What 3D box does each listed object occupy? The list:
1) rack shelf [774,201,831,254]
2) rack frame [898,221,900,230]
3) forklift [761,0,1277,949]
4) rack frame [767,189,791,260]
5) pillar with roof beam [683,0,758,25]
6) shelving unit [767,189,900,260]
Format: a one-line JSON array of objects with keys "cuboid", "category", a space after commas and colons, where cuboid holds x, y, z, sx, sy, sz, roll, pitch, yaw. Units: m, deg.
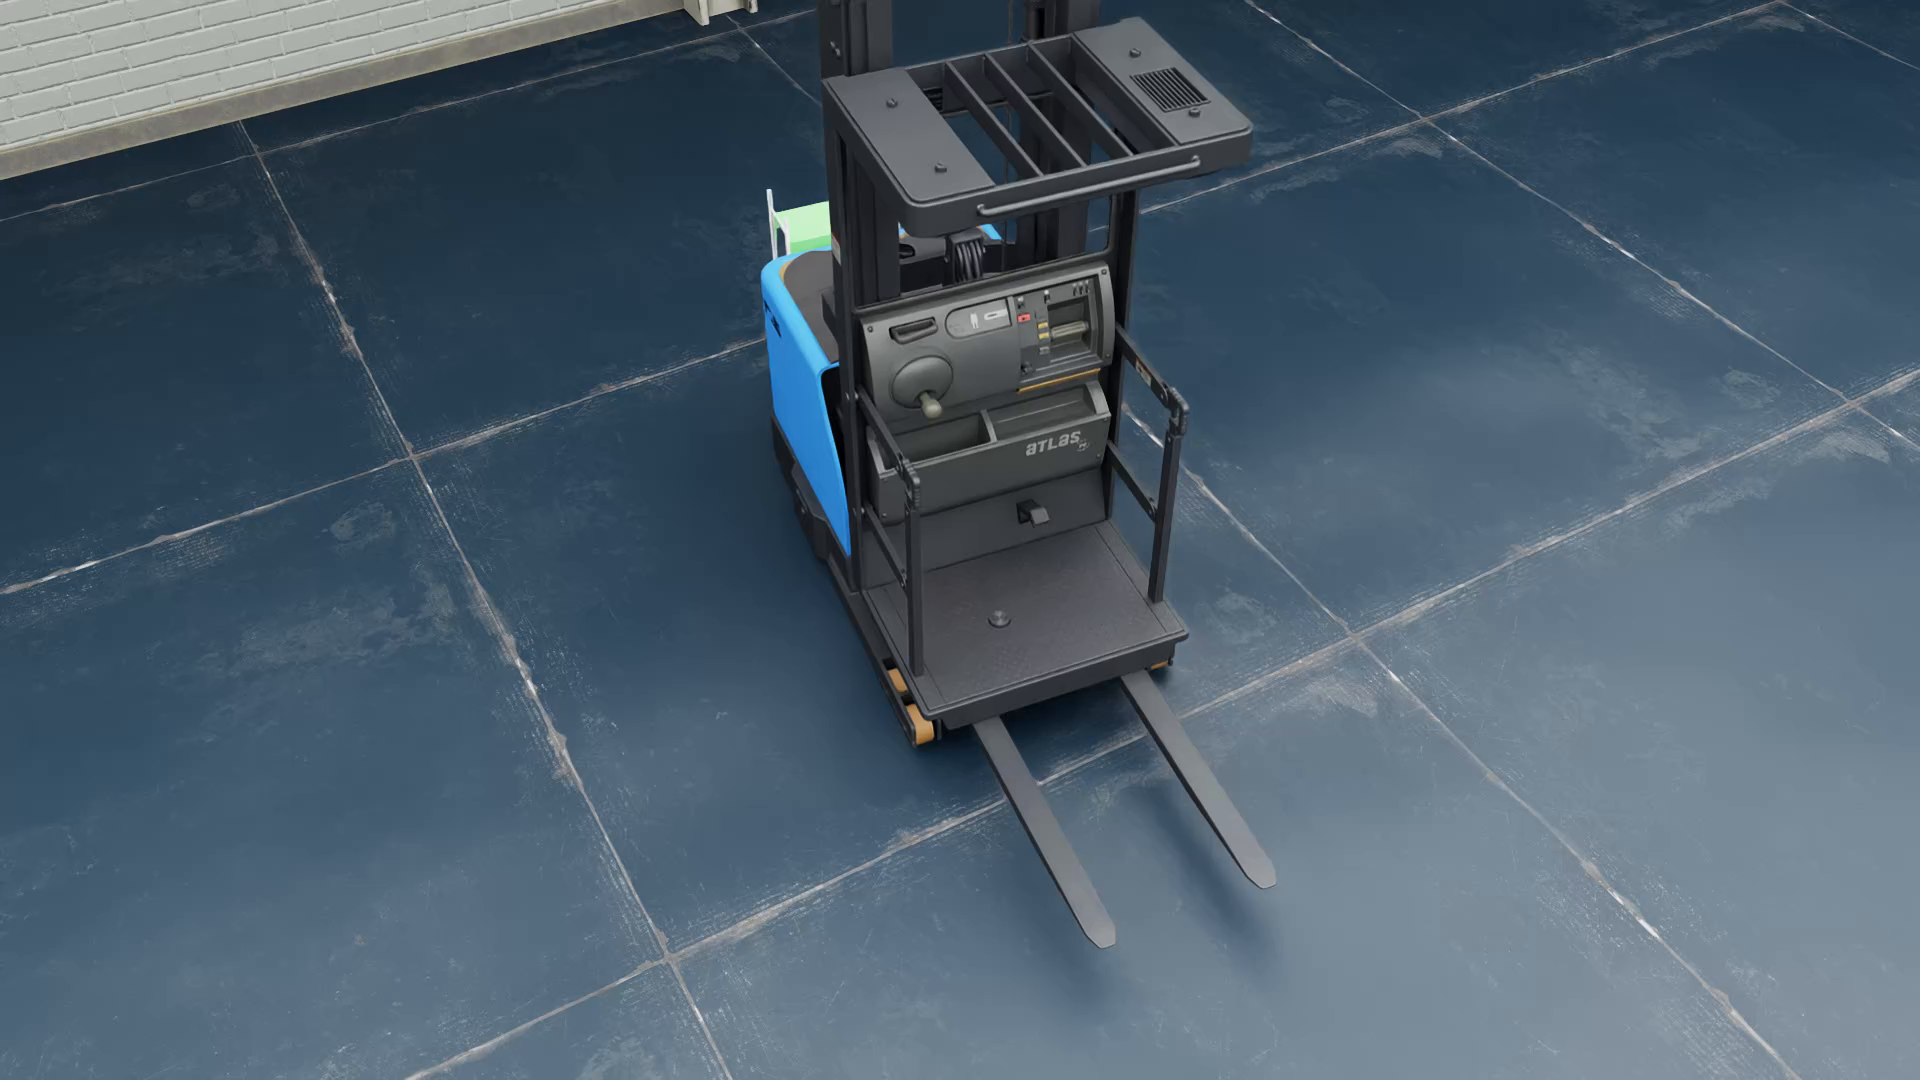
[{"cuboid": [-0.532, -1.327, 7.087, 0.480, 0.148, 0.258, -16, 46, -16], "category": "rack shelf"}, {"cuboid": [-0.307, -1.094, 7.445, 0.015, 1.200, 0.240, -16, 46, -16], "category": "rack frame"}, {"cuboid": [0.195, -0.608, 5.701, 1.130, 2.935, 3.031, -16, 46, -16], "category": "forklift"}, {"cuboid": [-0.757, -0.962, 7.309, 0.015, 1.200, 0.240, -16, 46, -16], "category": "rack frame"}, {"cuboid": [0.601, -4.051, 4.892, 0.400, 9.000, 9.100, -22, 48, -21], "category": "pillar with roof beam"}, {"cuboid": [-0.532, -1.028, 7.377, 0.503, 1.200, 0.258, -16, 46, -16], "category": "shelving unit"}]
